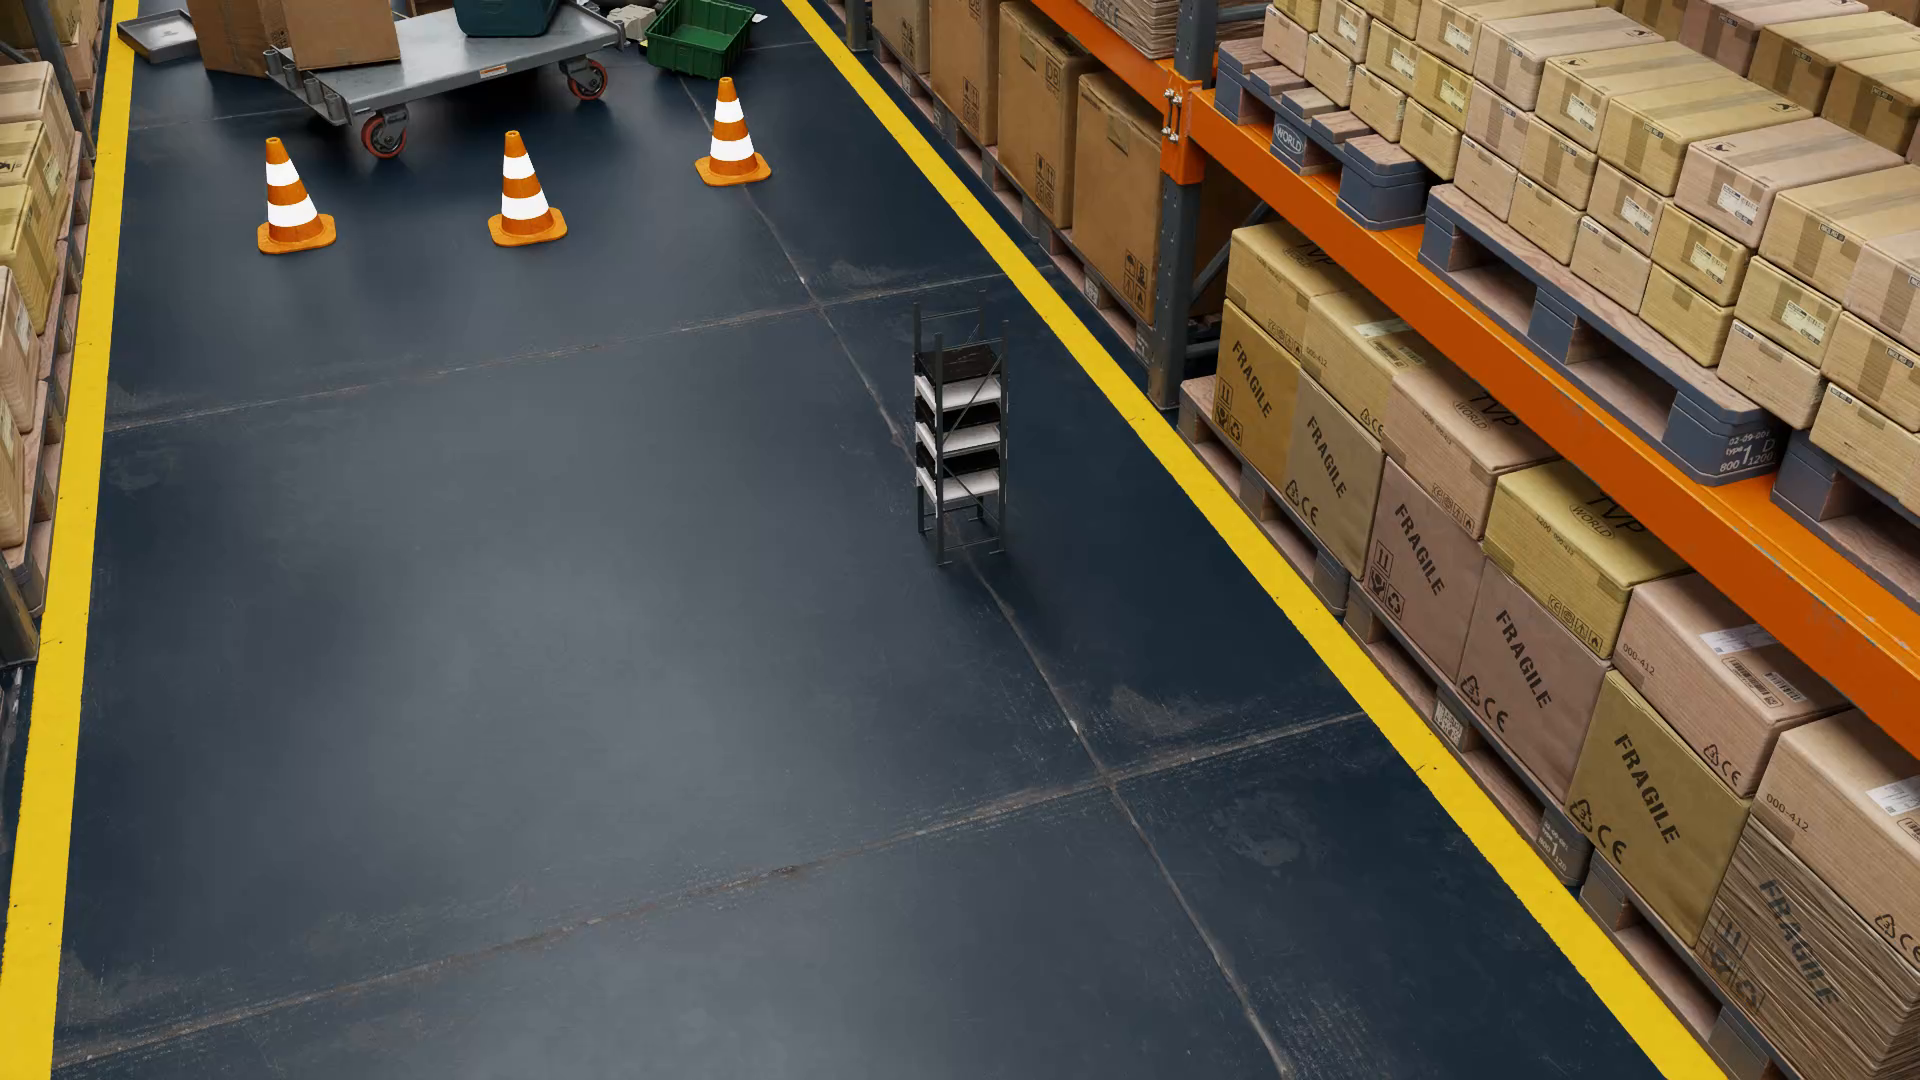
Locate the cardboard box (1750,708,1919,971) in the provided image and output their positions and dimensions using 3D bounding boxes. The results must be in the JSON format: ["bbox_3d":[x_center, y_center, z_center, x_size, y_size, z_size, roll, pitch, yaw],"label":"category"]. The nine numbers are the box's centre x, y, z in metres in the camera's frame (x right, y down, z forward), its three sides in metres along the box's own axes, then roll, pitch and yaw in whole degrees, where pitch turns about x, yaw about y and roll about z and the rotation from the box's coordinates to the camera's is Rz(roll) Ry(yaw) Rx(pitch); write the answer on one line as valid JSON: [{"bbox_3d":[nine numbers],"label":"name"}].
[{"bbox_3d":[2.102,0.598,3.568,0.500,0.250,0.500,-13,39,-17],"label":"cardboard box"}]

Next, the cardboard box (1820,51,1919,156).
[{"bbox_3d":[2.350,-1.069,4.042,0.380,0.149,0.250,-11,38,-15],"label":"cardboard box"}]

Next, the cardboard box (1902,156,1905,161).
[{"bbox_3d":[2.352,-0.952,4.133,0.380,0.149,0.250,-13,39,-17],"label":"cardboard box"}]

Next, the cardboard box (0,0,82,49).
[{"bbox_3d":[-4.720,-2.760,8.235,0.500,0.500,0.500,-11,38,-14],"label":"cardboard box"}]

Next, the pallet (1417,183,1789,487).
[{"bbox_3d":[1.939,-0.638,4.264,1.003,0.211,1.213,-12,39,-16],"label":"pallet"}]

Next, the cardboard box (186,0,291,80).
[{"bbox_3d":[-3.861,-2.892,9.172,0.500,0.500,0.500,12,39,16],"label":"cardboard box"}]

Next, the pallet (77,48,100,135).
[{"bbox_3d":[-5.035,-2.260,8.576,1.003,0.211,1.213,-12,39,-16],"label":"pallet"}]

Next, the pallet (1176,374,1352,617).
[{"bbox_3d":[1.487,-0.269,5.932,1.003,0.211,1.213,-12,39,-16],"label":"pallet"}]

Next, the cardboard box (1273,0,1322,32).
[{"bbox_3d":[1.197,-1.696,5.121,0.380,0.149,0.250,-11,38,-14],"label":"cardboard box"}]

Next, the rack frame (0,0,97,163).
[{"bbox_3d":[-4.770,-3.002,7.243,1.000,3.000,0.127,-12,39,-16],"label":"rack frame"}]

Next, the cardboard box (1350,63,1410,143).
[{"bbox_3d":[1.369,-1.293,4.834,0.380,0.149,0.250,-11,38,-14],"label":"cardboard box"}]

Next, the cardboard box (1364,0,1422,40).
[{"bbox_3d":[1.371,-1.538,4.664,0.380,0.149,0.250,-13,39,-16],"label":"cardboard box"}]

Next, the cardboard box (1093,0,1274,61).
[{"bbox_3d":[0.812,-2.063,5.913,0.500,0.500,0.500,-12,39,-16],"label":"cardboard box"}]

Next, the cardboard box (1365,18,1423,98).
[{"bbox_3d":[1.387,-1.393,4.719,0.380,0.149,0.250,-14,39,-17],"label":"cardboard box"}]

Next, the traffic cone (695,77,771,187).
[{"bbox_3d":[-1.114,-2.001,8.021,0.336,0.463,0.334,-12,39,-16],"label":"traffic cone"}]

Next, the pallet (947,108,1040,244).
[{"bbox_3d":[0.602,-1.860,8.044,1.003,0.211,1.213,-12,39,-16],"label":"pallet"}]

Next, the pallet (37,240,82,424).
[{"bbox_3d":[-4.077,-0.759,6.582,1.003,0.211,1.213,-12,39,-16],"label":"pallet"}]

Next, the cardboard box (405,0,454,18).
[{"bbox_3d":[-2.836,-3.324,9.632,0.797,0.637,0.503,-12,39,-16],"label":"cardboard box"}]

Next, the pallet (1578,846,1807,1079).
[{"bbox_3d":[2.326,1.109,4.102,1.003,0.211,1.213,-12,39,-16],"label":"pallet"}]

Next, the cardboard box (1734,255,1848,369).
[{"bbox_3d":[1.912,-0.525,3.567,0.380,0.149,0.250,-14,39,-18],"label":"cardboard box"}]

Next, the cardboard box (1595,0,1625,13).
[{"bbox_3d":[1.993,-1.657,4.822,0.380,0.149,0.250,-11,38,-15],"label":"cardboard box"}]

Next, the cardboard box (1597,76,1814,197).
[{"bbox_3d":[1.732,-0.945,3.876,0.380,0.149,0.250,-13,39,-17],"label":"cardboard box"}]

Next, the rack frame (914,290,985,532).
[{"bbox_3d":[-0.032,-0.412,5.549,0.240,0.900,0.006,-12,39,-16],"label":"rack frame"}]

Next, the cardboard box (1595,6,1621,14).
[{"bbox_3d":[2.003,-1.527,4.897,0.380,0.149,0.250,-12,39,-15],"label":"cardboard box"}]

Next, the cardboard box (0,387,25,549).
[{"bbox_3d":[-3.579,-0.182,5.334,0.950,0.372,0.625,-15,40,-19],"label":"cardboard box"}]

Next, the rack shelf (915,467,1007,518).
[{"bbox_3d":[0.003,-0.184,5.602,0.258,0.077,0.200,-12,39,-16],"label":"rack shelf"}]

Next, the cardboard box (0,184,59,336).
[{"bbox_3d":[-4.096,-1.027,6.455,0.950,0.372,0.625,-11,38,-14],"label":"cardboard box"}]

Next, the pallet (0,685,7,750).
[{"bbox_3d":[-3.193,0.832,4.470,1.003,0.211,1.213,-12,39,-16],"label":"pallet"}]

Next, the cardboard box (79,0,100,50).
[{"bbox_3d":[-4.914,-2.760,8.858,0.500,0.250,0.500,-10,38,-13],"label":"cardboard box"}]

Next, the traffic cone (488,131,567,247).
[{"bbox_3d":[-1.990,-1.622,7.518,0.336,0.463,0.334,-12,39,-16],"label":"traffic cone"}]

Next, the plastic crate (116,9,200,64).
[{"bbox_3d":[-4.541,-2.893,9.524,0.402,0.080,0.583,-27,45,-31],"label":"plastic crate"}]

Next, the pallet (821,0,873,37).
[{"bbox_3d":[-0.346,-3.416,10.110,1.003,0.211,1.213,-12,39,-16],"label":"pallet"}]

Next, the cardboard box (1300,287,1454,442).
[{"bbox_3d":[1.404,-0.567,5.115,0.500,0.250,0.500,-13,39,-16],"label":"cardboard box"}]

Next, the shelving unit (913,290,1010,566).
[{"bbox_3d":[0.003,-0.355,5.473,0.258,0.900,0.210,-12,39,-16],"label":"shelving unit"}]

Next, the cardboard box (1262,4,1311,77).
[{"bbox_3d":[1.184,-1.597,5.237,0.380,0.149,0.250,-13,39,-17],"label":"cardboard box"}]

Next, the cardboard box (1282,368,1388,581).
[{"bbox_3d":[1.399,-0.258,5.328,0.500,0.500,0.500,-12,39,-15],"label":"cardboard box"}]

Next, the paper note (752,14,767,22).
[{"bbox_3d":[-1.239,-3.091,9.827,0.142,0.020,0.147,19,41,23],"label":"paper note"}]

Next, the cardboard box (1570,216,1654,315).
[{"bbox_3d":[1.730,-0.702,4.048,0.380,0.149,0.250,-14,39,-17],"label":"cardboard box"}]

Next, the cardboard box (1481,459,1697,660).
[{"bbox_3d":[1.742,0.009,4.350,0.500,0.250,0.500,-14,39,-18],"label":"cardboard box"}]

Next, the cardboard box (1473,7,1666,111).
[{"bbox_3d":[1.557,-1.235,4.262,0.380,0.149,0.250,-11,38,-14],"label":"cardboard box"}]

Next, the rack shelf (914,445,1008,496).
[{"bbox_3d":[0.003,-0.256,5.547,0.258,0.077,0.200,-12,39,-16],"label":"rack shelf"}]

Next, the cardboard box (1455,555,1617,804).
[{"bbox_3d":[1.756,0.319,4.562,0.500,0.500,0.500,-13,39,-17],"label":"cardboard box"}]

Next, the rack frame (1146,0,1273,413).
[{"bbox_3d":[1.219,-1.825,5.679,1.000,3.000,0.127,-12,39,-16],"label":"rack frame"}]

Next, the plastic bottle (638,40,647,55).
[{"bbox_3d":[-1.670,-2.754,9.355,0.283,0.061,0.133,27,44,31],"label":"plastic bottle"}]

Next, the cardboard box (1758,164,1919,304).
[{"bbox_3d":[1.922,-0.642,3.475,0.380,0.149,0.250,-14,39,-17],"label":"cardboard box"}]

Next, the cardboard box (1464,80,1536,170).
[{"bbox_3d":[1.559,-1.110,4.343,0.380,0.149,0.250,-12,39,-16],"label":"cardboard box"}]

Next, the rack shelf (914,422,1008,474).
[{"bbox_3d":[0.003,-0.328,5.493,0.258,0.077,0.200,-12,39,-16],"label":"rack shelf"}]

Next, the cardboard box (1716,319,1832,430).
[{"bbox_3d":[1.912,-0.401,3.649,0.380,0.149,0.250,-14,39,-18],"label":"cardboard box"}]

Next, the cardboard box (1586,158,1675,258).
[{"bbox_3d":[1.738,-0.817,3.954,0.380,0.149,0.250,-11,38,-14],"label":"cardboard box"}]

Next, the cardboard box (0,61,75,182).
[{"bbox_3d":[-4.588,-1.825,7.514,0.950,0.372,0.625,-12,39,-15],"label":"cardboard box"}]

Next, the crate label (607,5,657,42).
[{"bbox_3d":[-1.892,-2.987,9.601,0.250,0.136,0.298,19,41,23],"label":"crate label"}]

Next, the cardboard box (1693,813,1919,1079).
[{"bbox_3d":[2.104,0.900,3.791,0.500,0.500,0.500,-13,39,-17],"label":"cardboard box"}]

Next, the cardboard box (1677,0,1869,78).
[{"bbox_3d":[2.165,-1.370,4.441,0.380,0.149,0.250,-12,39,-16],"label":"cardboard box"}]

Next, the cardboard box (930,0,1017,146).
[{"bbox_3d":[0.469,-2.476,8.064,1.050,0.750,0.750,-12,39,-16],"label":"cardboard box"}]

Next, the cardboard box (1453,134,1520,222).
[{"bbox_3d":[1.557,-0.991,4.433,0.380,0.149,0.250,-11,38,-14],"label":"cardboard box"}]

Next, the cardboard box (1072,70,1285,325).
[{"bbox_3d":[1.094,-1.456,6.711,1.050,0.750,0.750,-13,39,-17],"label":"cardboard box"}]

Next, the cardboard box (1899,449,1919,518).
[{"bbox_3d":[2.099,-0.103,3.254,0.380,0.149,0.250,-13,39,-16],"label":"cardboard box"}]

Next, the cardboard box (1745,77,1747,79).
[{"bbox_3d":[2.172,-1.245,4.522,0.380,0.149,0.250,-13,39,-16],"label":"cardboard box"}]

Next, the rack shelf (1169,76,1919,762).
[{"bbox_3d":[1.907,-0.407,4.396,1.077,0.370,4.000,-12,39,-16],"label":"rack shelf"}]
